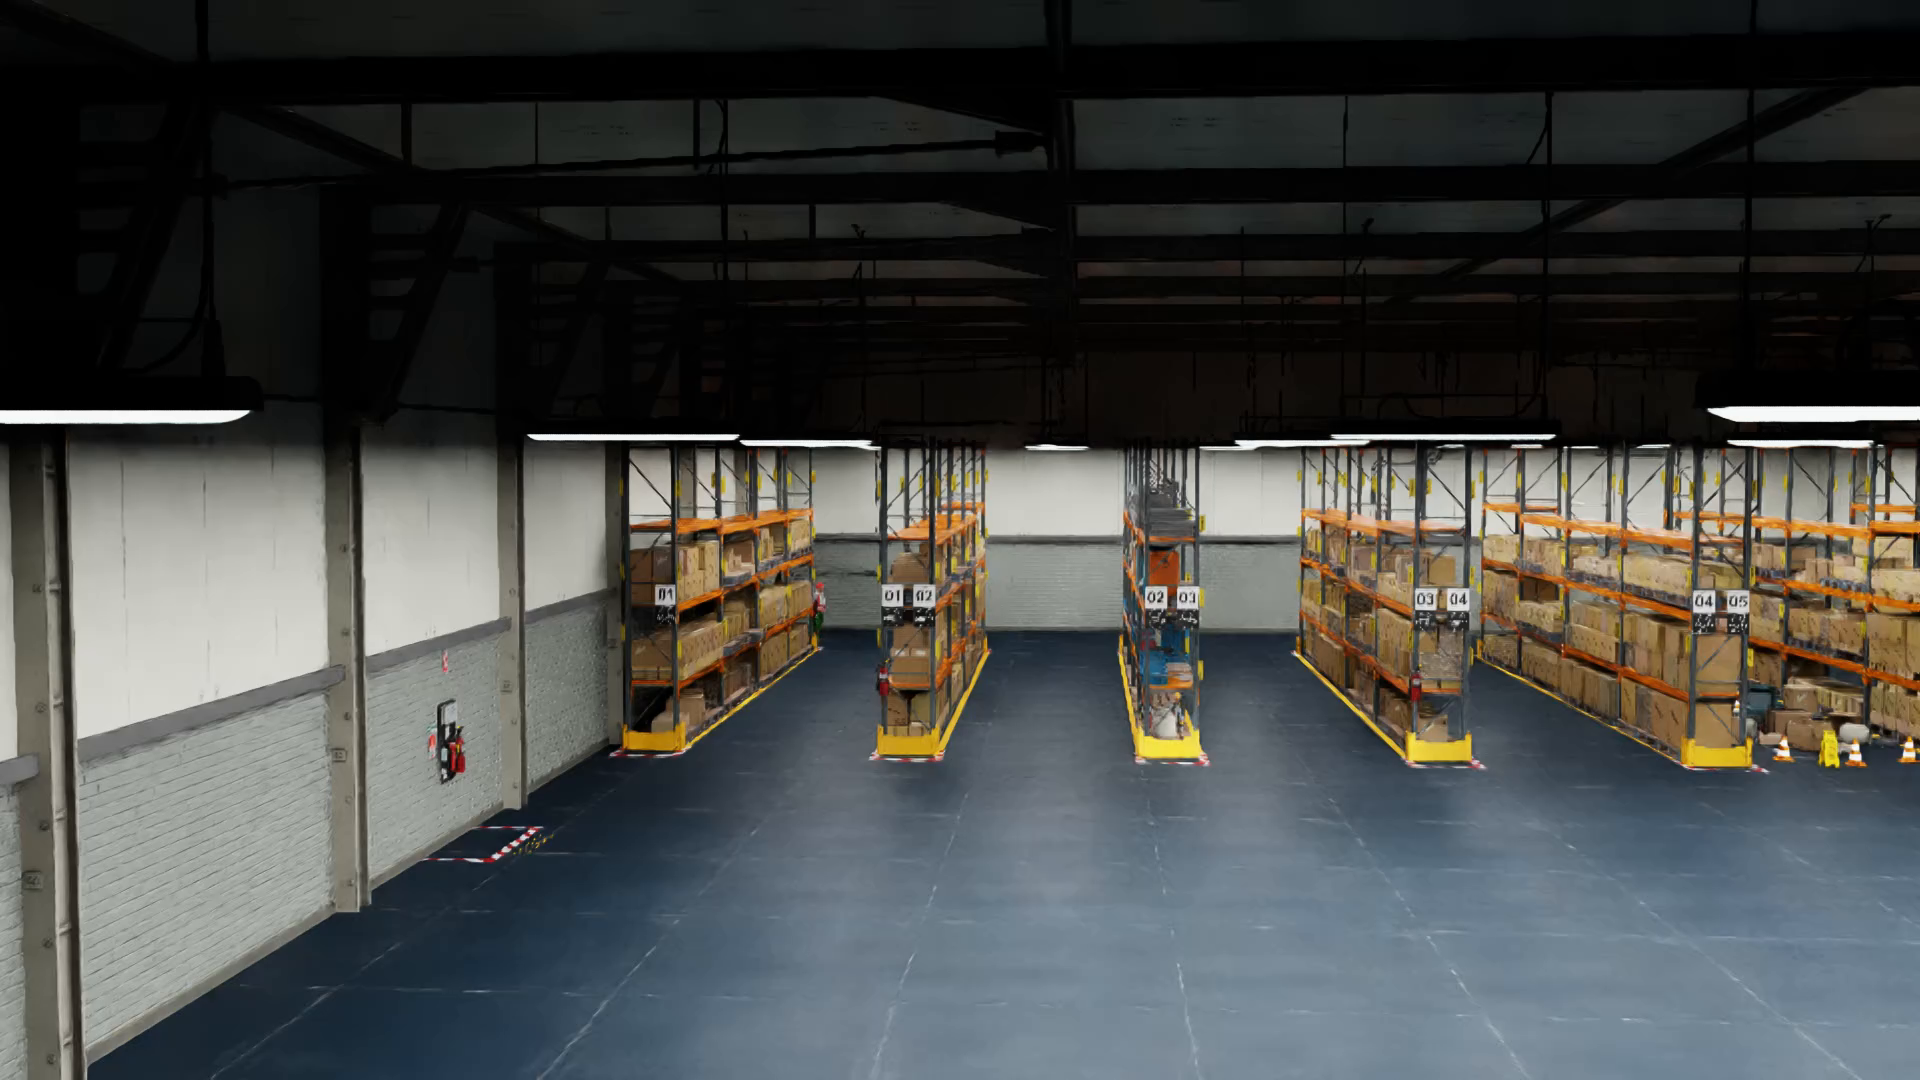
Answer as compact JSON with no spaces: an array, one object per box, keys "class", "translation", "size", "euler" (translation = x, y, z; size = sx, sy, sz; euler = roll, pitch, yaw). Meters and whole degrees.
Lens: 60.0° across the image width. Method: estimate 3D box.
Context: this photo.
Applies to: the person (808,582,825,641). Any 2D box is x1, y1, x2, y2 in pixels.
[{"class":"person","translation":[-4.311,2.156,49.865],"size":[0.435,1.780,0.701],"euler":[2,4,32]}]
